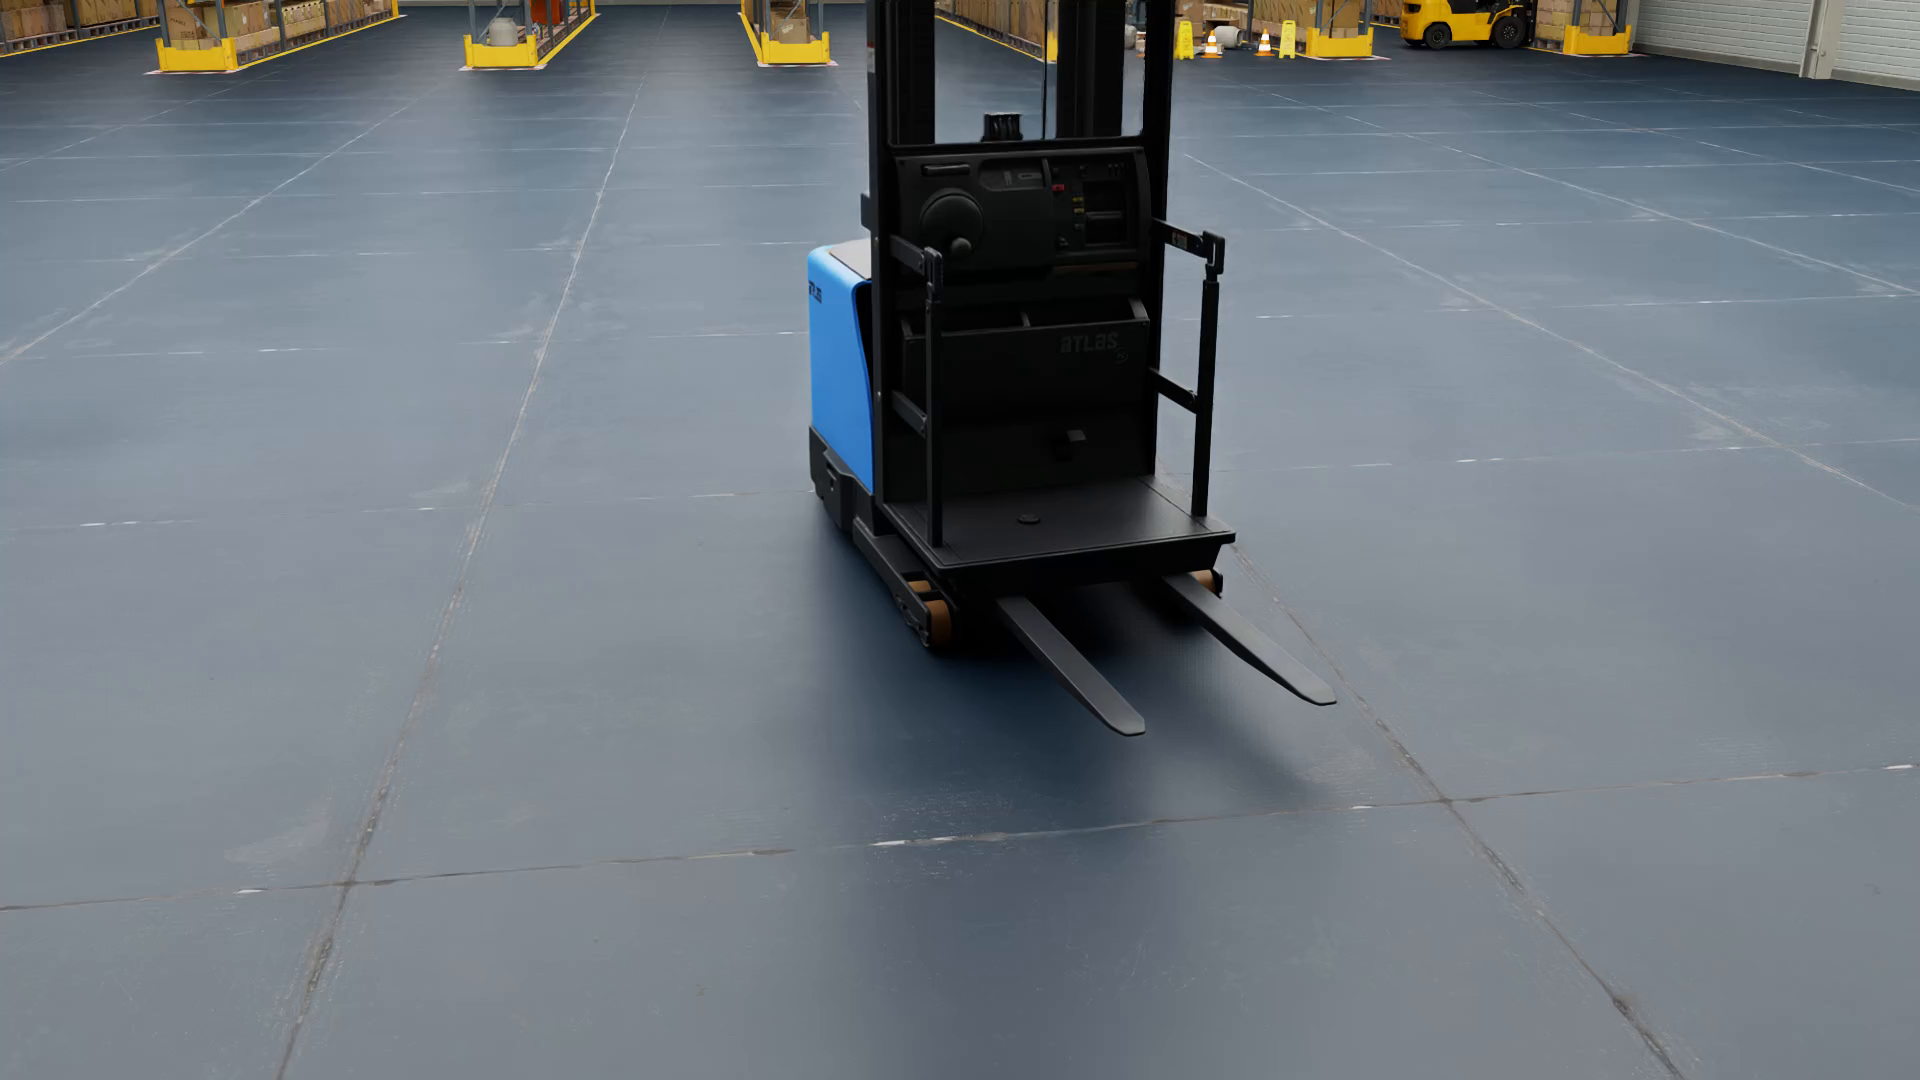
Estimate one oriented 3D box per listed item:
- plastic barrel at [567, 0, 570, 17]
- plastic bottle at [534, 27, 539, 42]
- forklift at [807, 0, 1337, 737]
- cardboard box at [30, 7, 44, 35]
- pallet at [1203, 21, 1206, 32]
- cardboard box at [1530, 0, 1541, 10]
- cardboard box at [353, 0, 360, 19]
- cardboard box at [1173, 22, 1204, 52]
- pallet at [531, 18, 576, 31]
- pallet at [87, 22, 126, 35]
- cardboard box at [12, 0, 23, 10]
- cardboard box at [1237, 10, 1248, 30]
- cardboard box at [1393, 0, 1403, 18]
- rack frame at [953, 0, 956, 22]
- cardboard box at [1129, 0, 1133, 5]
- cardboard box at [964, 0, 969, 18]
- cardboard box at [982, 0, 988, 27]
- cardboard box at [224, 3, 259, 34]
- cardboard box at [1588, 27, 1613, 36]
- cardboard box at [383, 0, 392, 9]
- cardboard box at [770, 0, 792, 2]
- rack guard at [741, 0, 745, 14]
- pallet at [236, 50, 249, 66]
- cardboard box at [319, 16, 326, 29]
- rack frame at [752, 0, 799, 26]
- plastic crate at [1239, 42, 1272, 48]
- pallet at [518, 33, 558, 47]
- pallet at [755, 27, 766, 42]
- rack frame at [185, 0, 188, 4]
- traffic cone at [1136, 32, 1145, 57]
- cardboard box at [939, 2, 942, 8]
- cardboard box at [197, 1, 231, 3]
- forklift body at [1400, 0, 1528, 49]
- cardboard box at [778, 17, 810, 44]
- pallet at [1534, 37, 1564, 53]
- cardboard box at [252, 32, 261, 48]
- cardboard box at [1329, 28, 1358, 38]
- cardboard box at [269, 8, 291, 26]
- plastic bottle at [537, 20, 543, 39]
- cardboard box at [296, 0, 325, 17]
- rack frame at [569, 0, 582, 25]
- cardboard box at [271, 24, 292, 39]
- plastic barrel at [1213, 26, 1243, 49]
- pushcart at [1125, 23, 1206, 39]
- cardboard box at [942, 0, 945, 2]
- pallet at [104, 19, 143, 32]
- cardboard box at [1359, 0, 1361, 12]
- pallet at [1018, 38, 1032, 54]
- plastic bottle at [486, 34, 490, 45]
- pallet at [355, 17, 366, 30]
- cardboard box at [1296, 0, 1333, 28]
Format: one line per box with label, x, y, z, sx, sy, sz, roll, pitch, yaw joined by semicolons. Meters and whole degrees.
plastic barrel;-9.433;-12.676;38.766;0.600;0.901;0.708;-3;21;-8
plastic bottle;-7.811;-9.291;30.576;0.097;0.271;0.097;0;20;0
forklift;0.299;-1.161;5.634;1.130;2.935;3.031;-7;21;-17
cardboard box;-18.508;-10.200;32.683;0.700;0.500;0.500;-3;21;-8
pallet;5.901;-11.439;37.041;1.003;0.211;1.213;-3;21;-8
cardboard box;11.317;-10.369;32.092;0.500;0.250;0.500;-3;21;-7
cardboard box;-13.979;-12.110;37.796;0.500;0.500;0.500;-3;21;-8
cardboard box;4.184;-9.557;31.585;0.637;0.503;0.797;17;27;39
pallet;-9.246;-11.652;37.612;1.003;0.211;1.213;-3;21;-8
pallet;-18.934;-11.158;36.290;1.003;0.211;1.213;-3;21;-8
cardboard box;-18.413;-10.354;32.024;0.500;0.250;0.500;-4;21;-9
cardboard box;6.288;-10.778;34.442;0.950;0.372;0.625;-3;21;-7
cardboard box;10.427;-12.429;38.679;0.500;0.500;0.500;-2;21;-6
rack frame;0.329;-14.116;40.224;1.000;3.000;0.127;-3;21;-8
cardboard box;4.971;-14.242;43.623;0.875;0.438;0.875;-2;21;-6
cardboard box;0.389;-12.334;38.424;0.500;0.500;0.500;-4;21;-10
cardboard box;1.034;-11.356;35.449;1.050;0.750;0.750;-3;21;-7
cardboard box;-12.738;-9.224;29.384;0.500;0.500;0.500;-3;21;-8
cardboard box;11.977;-9.586;31.425;0.500;0.250;0.500;-3;21;-8
cardboard box;-14.652;-13.647;41.911;0.500;0.500;0.500;-3;21;-8
cardboard box;-3.804;-11.489;35.061;0.500;0.250;0.500;-1;20;-2
rack guard;-5.174;-14.123;43.815;1.175;0.500;0.348;-3;21;-8
pallet;-12.819;-8.204;28.381;1.003;0.211;1.213;-3;21;-8
cardboard box;-13.503;-10.756;34.558;0.500;0.250;0.500;-2;21;-6
rack frame;-4.017;-12.516;35.940;1.000;3.000;0.127;-3;21;-8
plastic crate;5.781;-9.678;32.515;0.402;0.080;0.583;-11;23;-26
pallet;-8.493;-9.845;32.773;1.003;0.211;1.213;-3;21;-8
pallet;-3.733;-10.518;34.575;1.003;0.211;1.213;-3;21;-8
rack frame;-19.875;-14.536;41.349;1.000;3.000;0.127;-3;21;-8
traffic cone;3.387;-9.028;30.228;0.336;0.463;0.334;-3;21;-8
cardboard box;-0.318;-13.724;42.649;0.380;0.149;0.250;-4;21;-10
cardboard box;-13.343;-9.370;29.775;0.500;0.500;0.500;-3;21;-8
forklift body;9.775;-10.665;32.196;2.313;2.155;1.214;-3;21;-8
cardboard box;-2.937;-8.989;29.469;0.500;0.500;0.500;1;20;2
pallet;11.702;-9.454;31.727;1.003;0.211;1.213;-3;21;-8
cardboard box;-12.739;-8.873;29.515;0.500;0.250;0.500;-3;21;-8
cardboard box;7.100;-9.448;31.055;0.500;0.250;0.500;-3;21;-8
cardboard box;-13.057;-9.960;31.624;0.500;0.311;0.500;-3;21;-8
plastic bottle;-7.964;-9.638;31.391;0.144;0.351;0.185;-3;21;-9
cardboard box;-13.501;-11.020;34.463;0.500;0.311;0.500;-2;21;-6
rack frame;-9.495;-13.651;38.979;1.000;3.000;0.127;-3;21;-8
cardboard box;-13.057;-9.694;31.712;0.500;0.250;0.500;-3;21;-9
plastic barrel;5.147;-9.678;32.023;0.512;0.421;0.421;12;24;30
pushcart;4.117;-10.270;33.674;1.648;0.377;0.936;-11;23;-26
cardboard box;-0.258;-13.948;42.823;0.380;0.149;0.250;-4;21;-10
pallet;-19.113;-11.582;37.424;1.003;0.211;1.213;-3;21;-8
cardboard box;10.058;-13.315;41.053;0.500;0.500;0.500;-3;21;-8
pallet;1.694;-9.349;31.447;1.003;0.211;1.213;-3;21;-8
plastic bottle;-8.464;-9.005;29.911;0.097;0.201;0.097;0;20;0
pallet;-14.242;-11.817;38.052;1.003;0.211;1.213;-3;21;-8
cardboard box;6.569;-9.770;30.846;0.500;0.500;0.500;-3;21;-7
